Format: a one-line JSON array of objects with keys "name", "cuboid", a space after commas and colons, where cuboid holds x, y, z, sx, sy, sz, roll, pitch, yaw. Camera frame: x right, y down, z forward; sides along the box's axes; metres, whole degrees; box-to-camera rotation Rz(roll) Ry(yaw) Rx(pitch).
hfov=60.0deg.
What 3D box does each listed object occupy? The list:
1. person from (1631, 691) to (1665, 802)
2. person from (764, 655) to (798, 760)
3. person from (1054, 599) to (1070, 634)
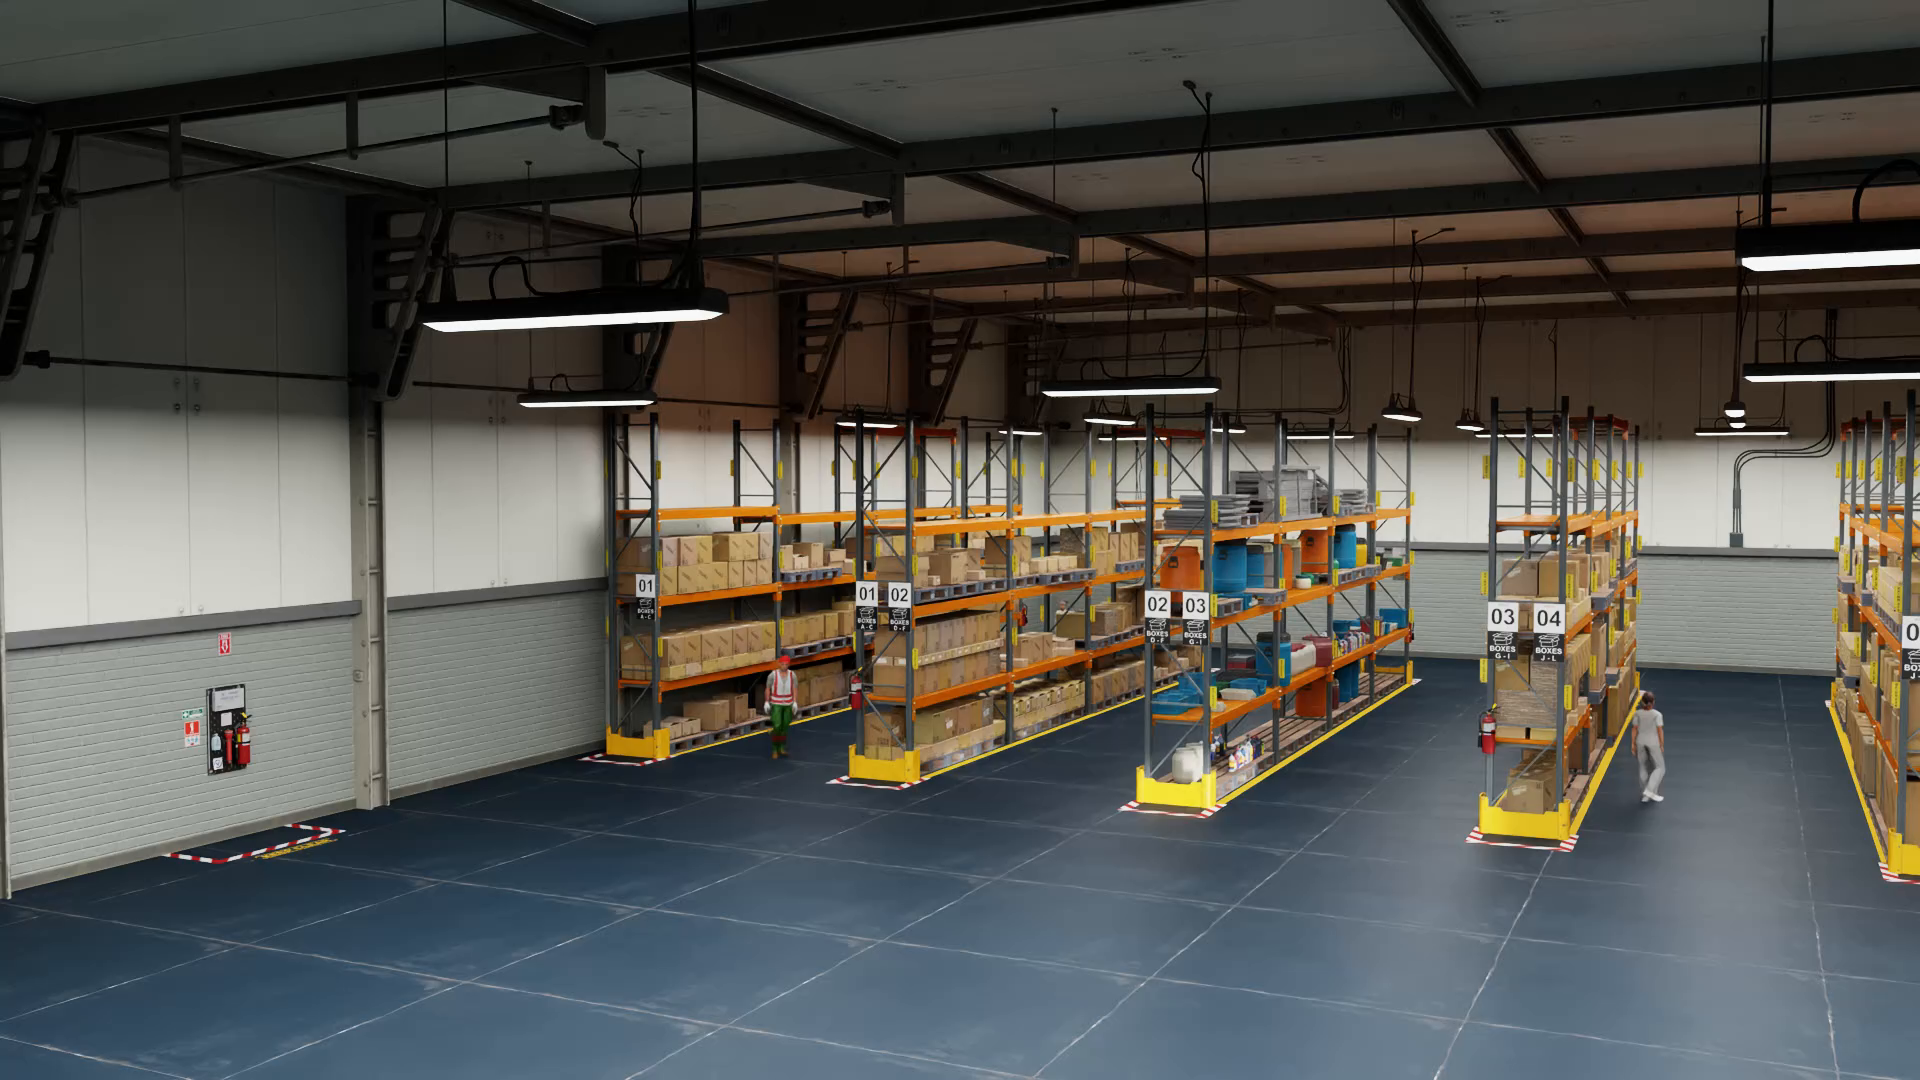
[{"name": "person", "cuboid": [10.352, 3.120, 25.021, 0.496, 1.669, 0.531, 2, 3, 36]}, {"name": "person", "cuboid": [-3.125, 2.916, 28.993, 0.576, 1.850, 0.524, -1, 3, -24]}, {"name": "person", "cuboid": [2.668, 2.348, 43.083, 0.497, 1.638, 1.022, 0, 2, 11]}]
